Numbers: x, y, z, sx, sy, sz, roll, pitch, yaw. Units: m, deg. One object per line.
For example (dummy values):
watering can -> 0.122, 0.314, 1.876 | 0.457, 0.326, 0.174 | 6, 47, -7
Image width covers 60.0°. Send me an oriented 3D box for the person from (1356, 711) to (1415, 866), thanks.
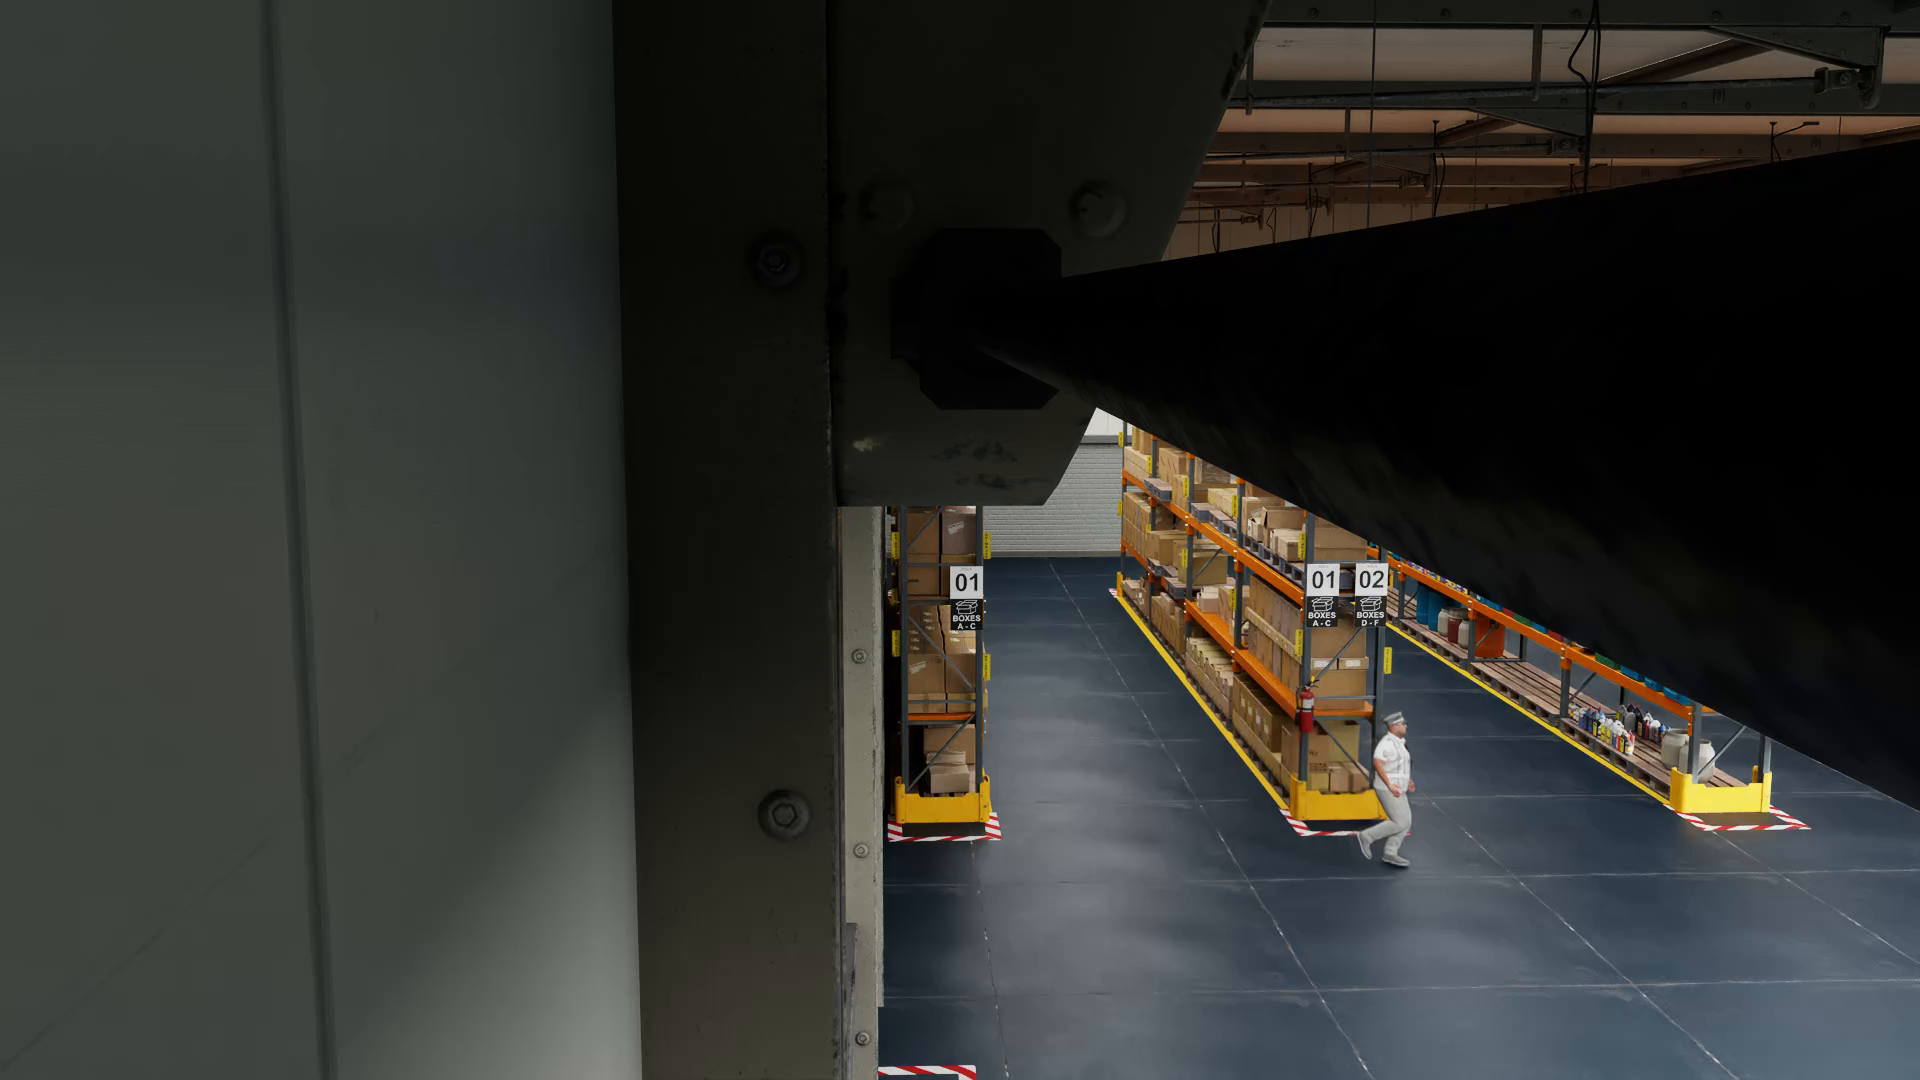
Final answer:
person -> 4.918, 2.814, 19.076 | 0.599, 1.723, 0.718 | 4, 9, 24
